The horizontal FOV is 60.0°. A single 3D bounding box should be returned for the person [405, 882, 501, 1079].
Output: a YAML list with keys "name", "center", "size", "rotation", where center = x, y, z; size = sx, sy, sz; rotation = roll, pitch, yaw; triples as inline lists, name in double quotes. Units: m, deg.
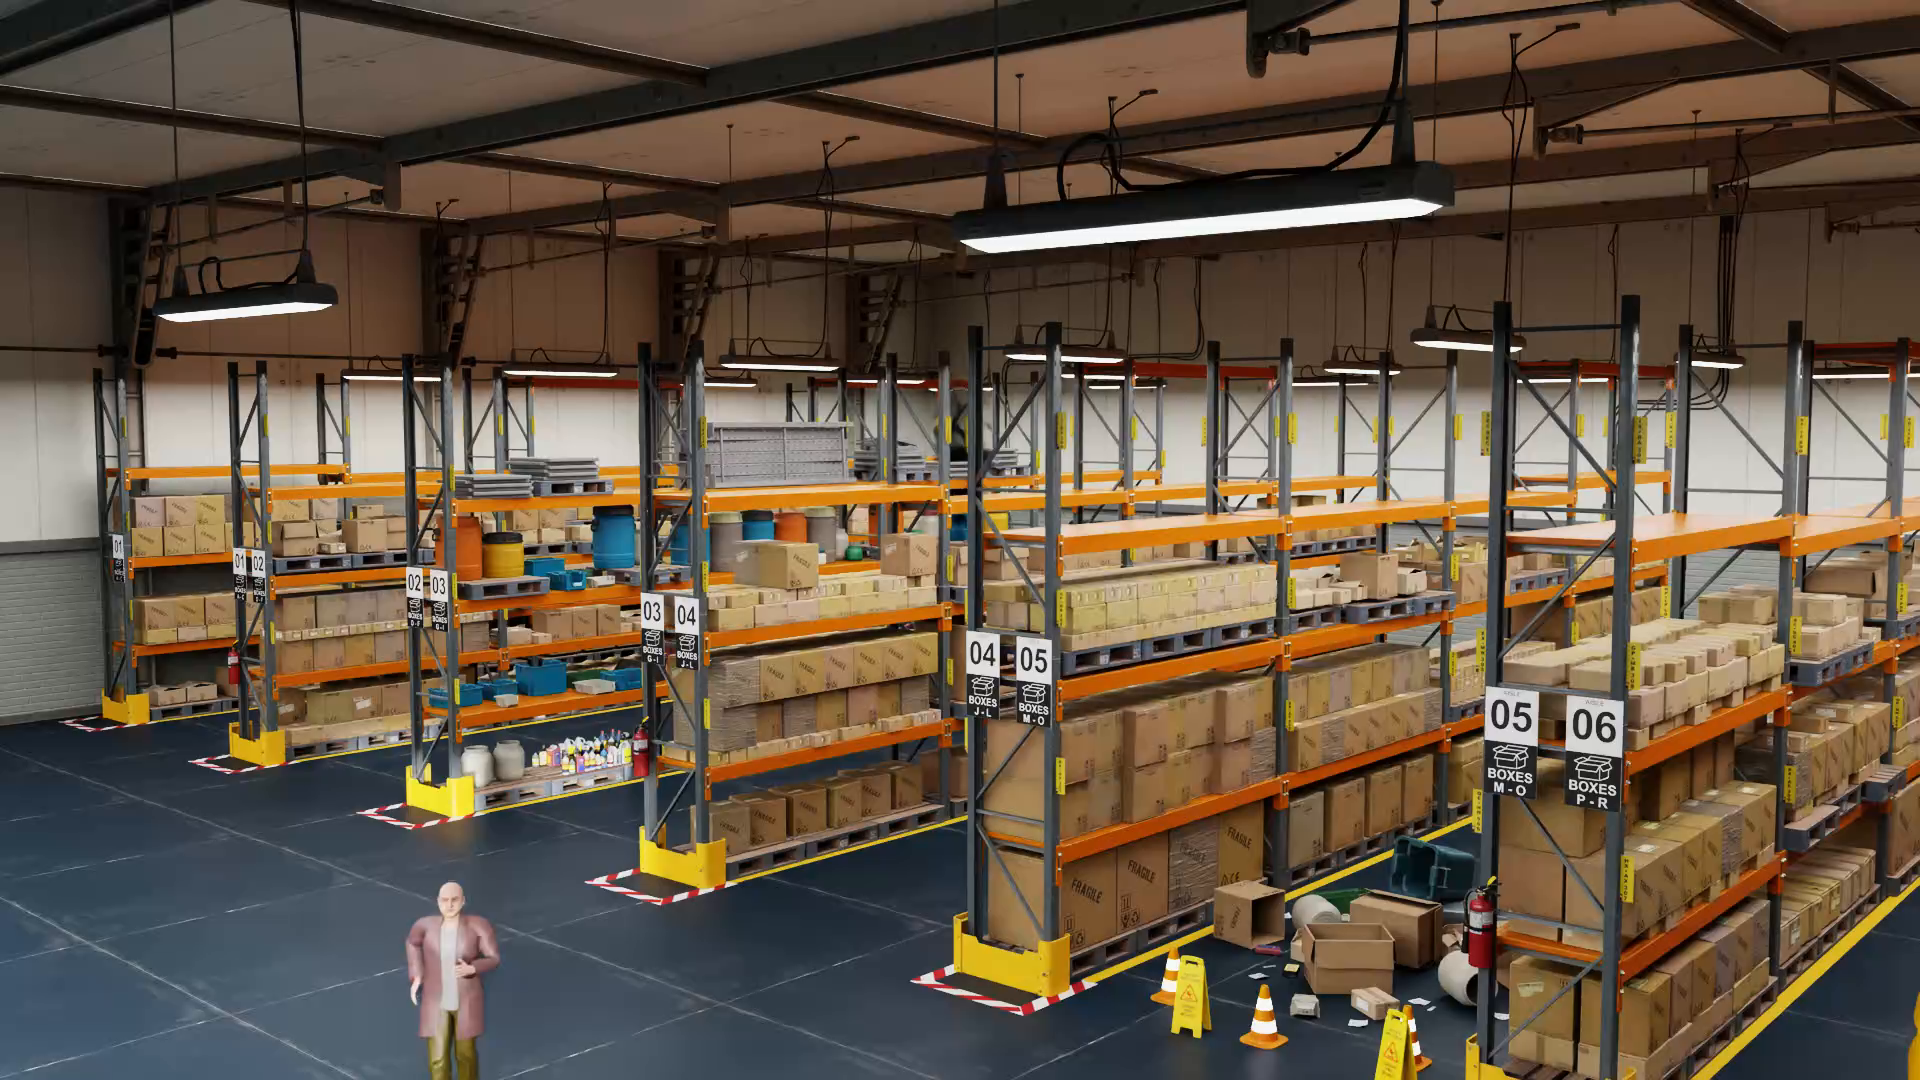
- name: "person"
  center: [-3.683, 3.381, 12.079]
  size: [0.694, 1.822, 0.877]
  rotation: [-1, 4, -11]
